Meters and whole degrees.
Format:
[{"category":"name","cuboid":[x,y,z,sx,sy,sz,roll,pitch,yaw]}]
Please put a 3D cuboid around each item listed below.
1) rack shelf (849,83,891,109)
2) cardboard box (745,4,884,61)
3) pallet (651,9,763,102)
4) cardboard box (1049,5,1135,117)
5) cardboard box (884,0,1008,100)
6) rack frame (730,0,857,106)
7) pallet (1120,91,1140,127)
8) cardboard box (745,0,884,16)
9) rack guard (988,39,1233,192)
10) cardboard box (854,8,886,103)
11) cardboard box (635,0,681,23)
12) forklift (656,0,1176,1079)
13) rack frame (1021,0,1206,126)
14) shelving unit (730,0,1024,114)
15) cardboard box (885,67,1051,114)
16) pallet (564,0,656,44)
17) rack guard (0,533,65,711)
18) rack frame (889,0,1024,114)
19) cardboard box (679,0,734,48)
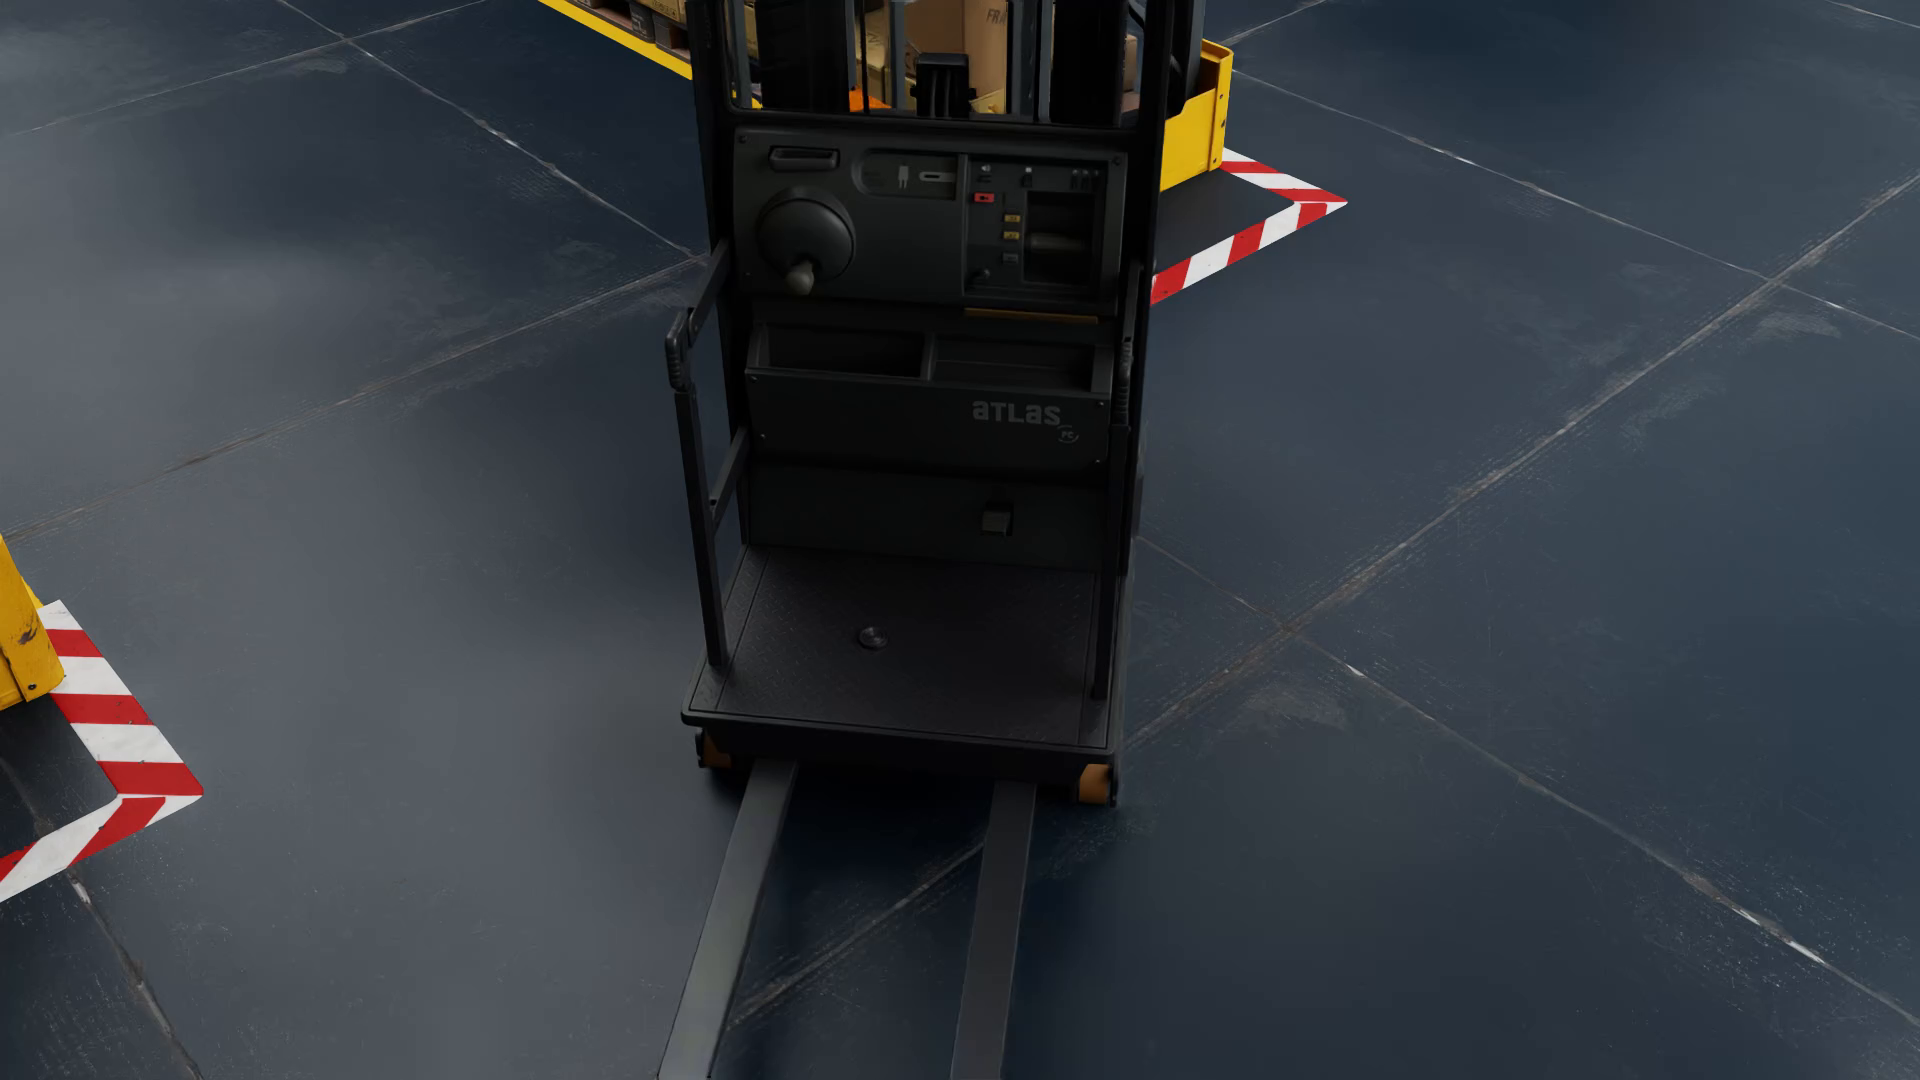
[{"category":"rack shelf","cuboid":[-0.305,-1.333,5.992,0.538,0.185,1.000,-25,45,-27]},{"category":"cardboard box","cuboid":[-0.654,-2.340,7.614,0.500,0.250,0.500,-30,48,-32]},{"category":"pallet","cuboid":[-0.756,-2.482,8.155,1.003,0.211,1.213,-30,48,-32]},{"category":"cardboard box","cuboid":[0.414,-2.103,7.321,0.500,0.250,0.500,-30,48,-32]},{"category":"cardboard box","cuboid":[0.031,-2.174,6.811,0.500,0.500,0.500,-30,48,-32]},{"category":"rack frame","cuboid":[-0.604,-1.731,6.199,0.500,1.500,0.032,-25,45,-27]},{"category":"pallet","cuboid":[0.065,-1.918,7.457,1.003,0.211,1.213,-30,48,-32]},{"category":"cardboard box","cuboid":[-0.656,-2.630,7.377,0.500,0.500,0.500,-30,48,-32]},{"category":"rack guard","cuboid":[0.629,-1.683,6.936,1.175,0.500,0.348,-30,48,-32]},{"category":"cardboard box","cuboid":[-0.314,-2.109,7.328,0.500,0.250,0.500,-30,48,-32]},{"category":"cardboard box","cuboid":[-1.333,-2.801,8.185,0.500,0.250,0.500,-30,48,-32]},{"category":"forklift","cuboid":[-0.102,-0.680,3.759,1.130,2.935,3.031,5,39,6]},{"category":"rack frame","cuboid":[0.613,-2.667,6.164,1.000,3.000,0.127,-30,48,-32]},{"category":"shelving unit","cuboid":[-0.310,-1.477,5.885,0.587,1.500,1.083,-25,45,-27]},{"category":"cardboard box","cuboid":[0.033,-1.883,7.048,0.500,0.250,0.500,-30,48,-32]},{"category":"pallet","cuboid":[-1.585,-3.047,8.855,1.003,0.211,1.213,-30,48,-32]},{"category":"rack guard","cuboid":[-3.085,0.378,4.385,1.175,0.500,0.348,-30,48,-32]},{"category":"rack frame","cuboid":[-0.005,-1.214,5.560,0.500,1.500,0.032,-25,45,-27]},{"category":"cardboard box","cuboid":[-0.991,-2.572,7.901,0.500,0.250,0.500,-30,48,-32]}]
